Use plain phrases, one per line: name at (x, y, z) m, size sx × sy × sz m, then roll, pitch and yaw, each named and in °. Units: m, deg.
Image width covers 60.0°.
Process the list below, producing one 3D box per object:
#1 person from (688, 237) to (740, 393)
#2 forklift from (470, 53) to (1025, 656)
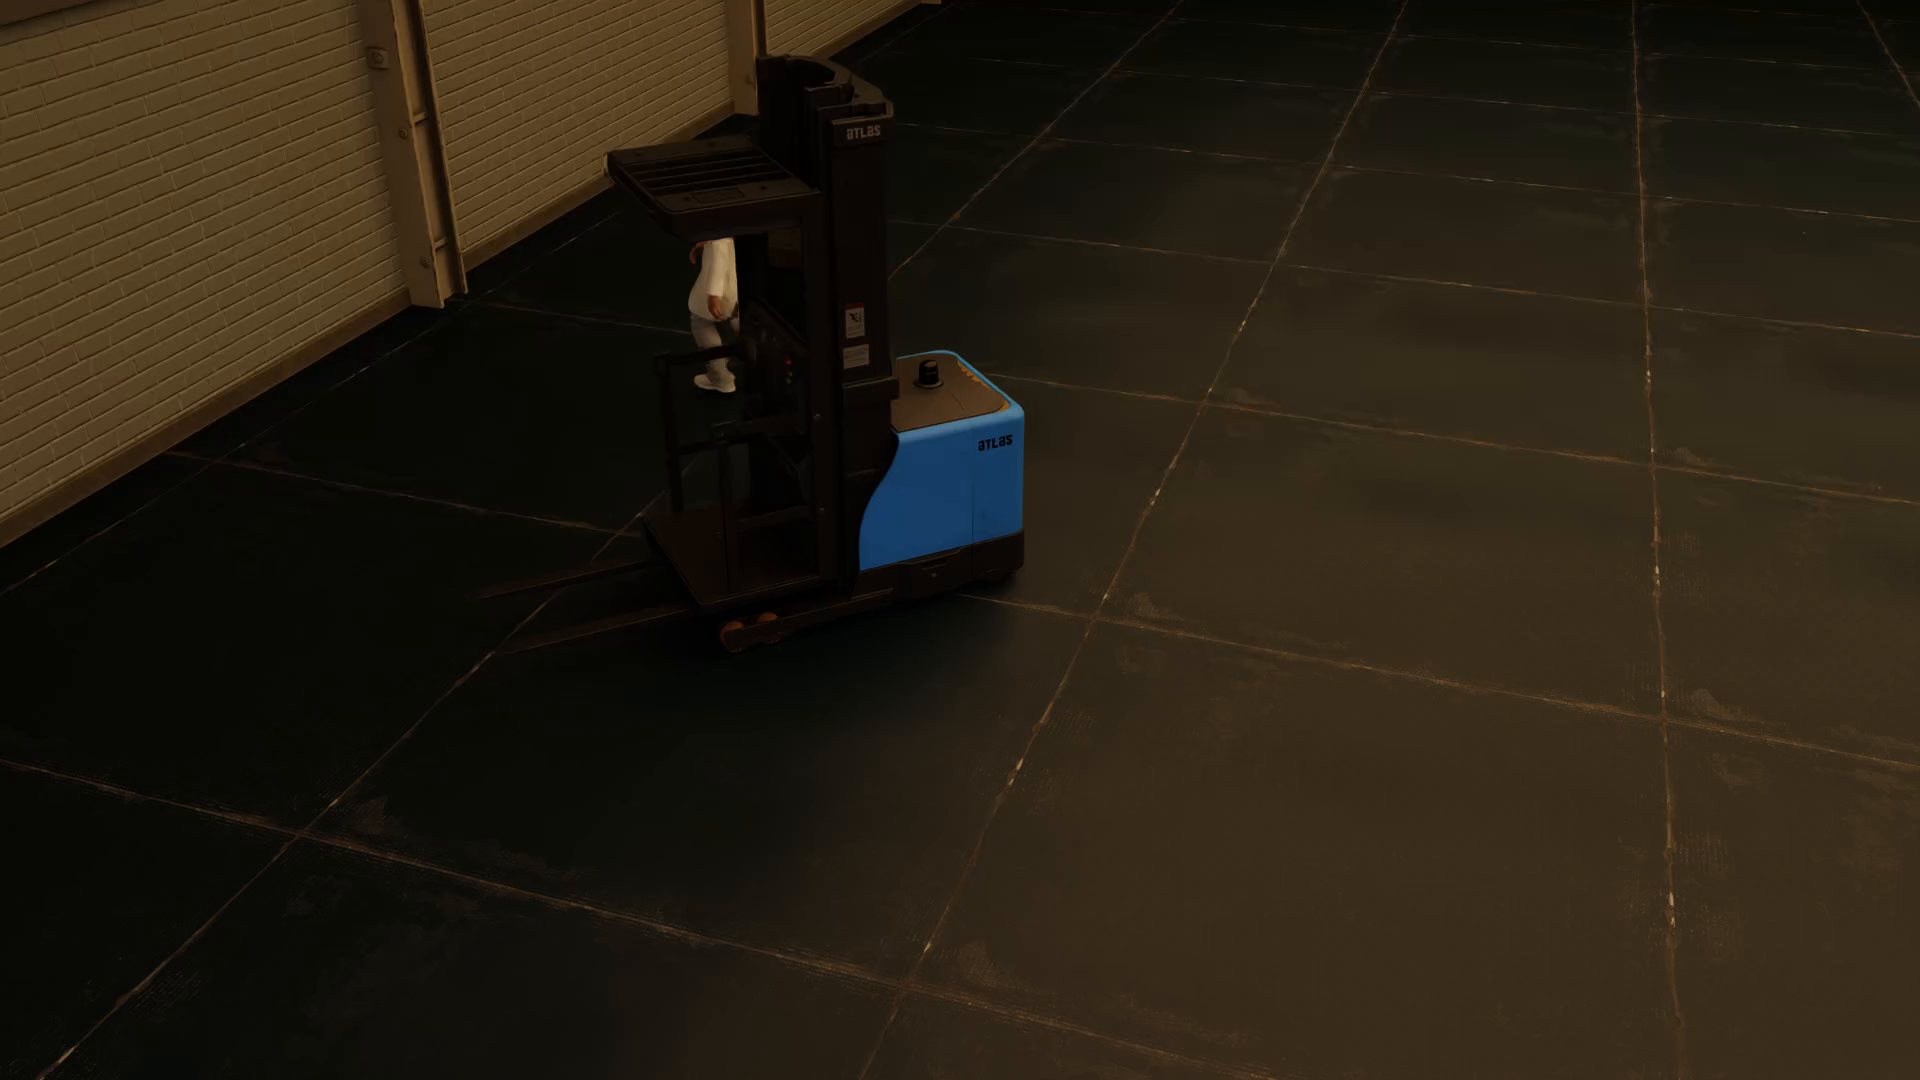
person at (-1.648, -1.801, 11.533) m, size 0.688 × 1.719 × 0.740 m, roll 20°, pitch 35°, yaw 31°
forklift at (-1.182, -0.962, 8.824) m, size 3.031 × 2.935 × 1.130 m, roll -14°, pitch 32°, yaw -22°
